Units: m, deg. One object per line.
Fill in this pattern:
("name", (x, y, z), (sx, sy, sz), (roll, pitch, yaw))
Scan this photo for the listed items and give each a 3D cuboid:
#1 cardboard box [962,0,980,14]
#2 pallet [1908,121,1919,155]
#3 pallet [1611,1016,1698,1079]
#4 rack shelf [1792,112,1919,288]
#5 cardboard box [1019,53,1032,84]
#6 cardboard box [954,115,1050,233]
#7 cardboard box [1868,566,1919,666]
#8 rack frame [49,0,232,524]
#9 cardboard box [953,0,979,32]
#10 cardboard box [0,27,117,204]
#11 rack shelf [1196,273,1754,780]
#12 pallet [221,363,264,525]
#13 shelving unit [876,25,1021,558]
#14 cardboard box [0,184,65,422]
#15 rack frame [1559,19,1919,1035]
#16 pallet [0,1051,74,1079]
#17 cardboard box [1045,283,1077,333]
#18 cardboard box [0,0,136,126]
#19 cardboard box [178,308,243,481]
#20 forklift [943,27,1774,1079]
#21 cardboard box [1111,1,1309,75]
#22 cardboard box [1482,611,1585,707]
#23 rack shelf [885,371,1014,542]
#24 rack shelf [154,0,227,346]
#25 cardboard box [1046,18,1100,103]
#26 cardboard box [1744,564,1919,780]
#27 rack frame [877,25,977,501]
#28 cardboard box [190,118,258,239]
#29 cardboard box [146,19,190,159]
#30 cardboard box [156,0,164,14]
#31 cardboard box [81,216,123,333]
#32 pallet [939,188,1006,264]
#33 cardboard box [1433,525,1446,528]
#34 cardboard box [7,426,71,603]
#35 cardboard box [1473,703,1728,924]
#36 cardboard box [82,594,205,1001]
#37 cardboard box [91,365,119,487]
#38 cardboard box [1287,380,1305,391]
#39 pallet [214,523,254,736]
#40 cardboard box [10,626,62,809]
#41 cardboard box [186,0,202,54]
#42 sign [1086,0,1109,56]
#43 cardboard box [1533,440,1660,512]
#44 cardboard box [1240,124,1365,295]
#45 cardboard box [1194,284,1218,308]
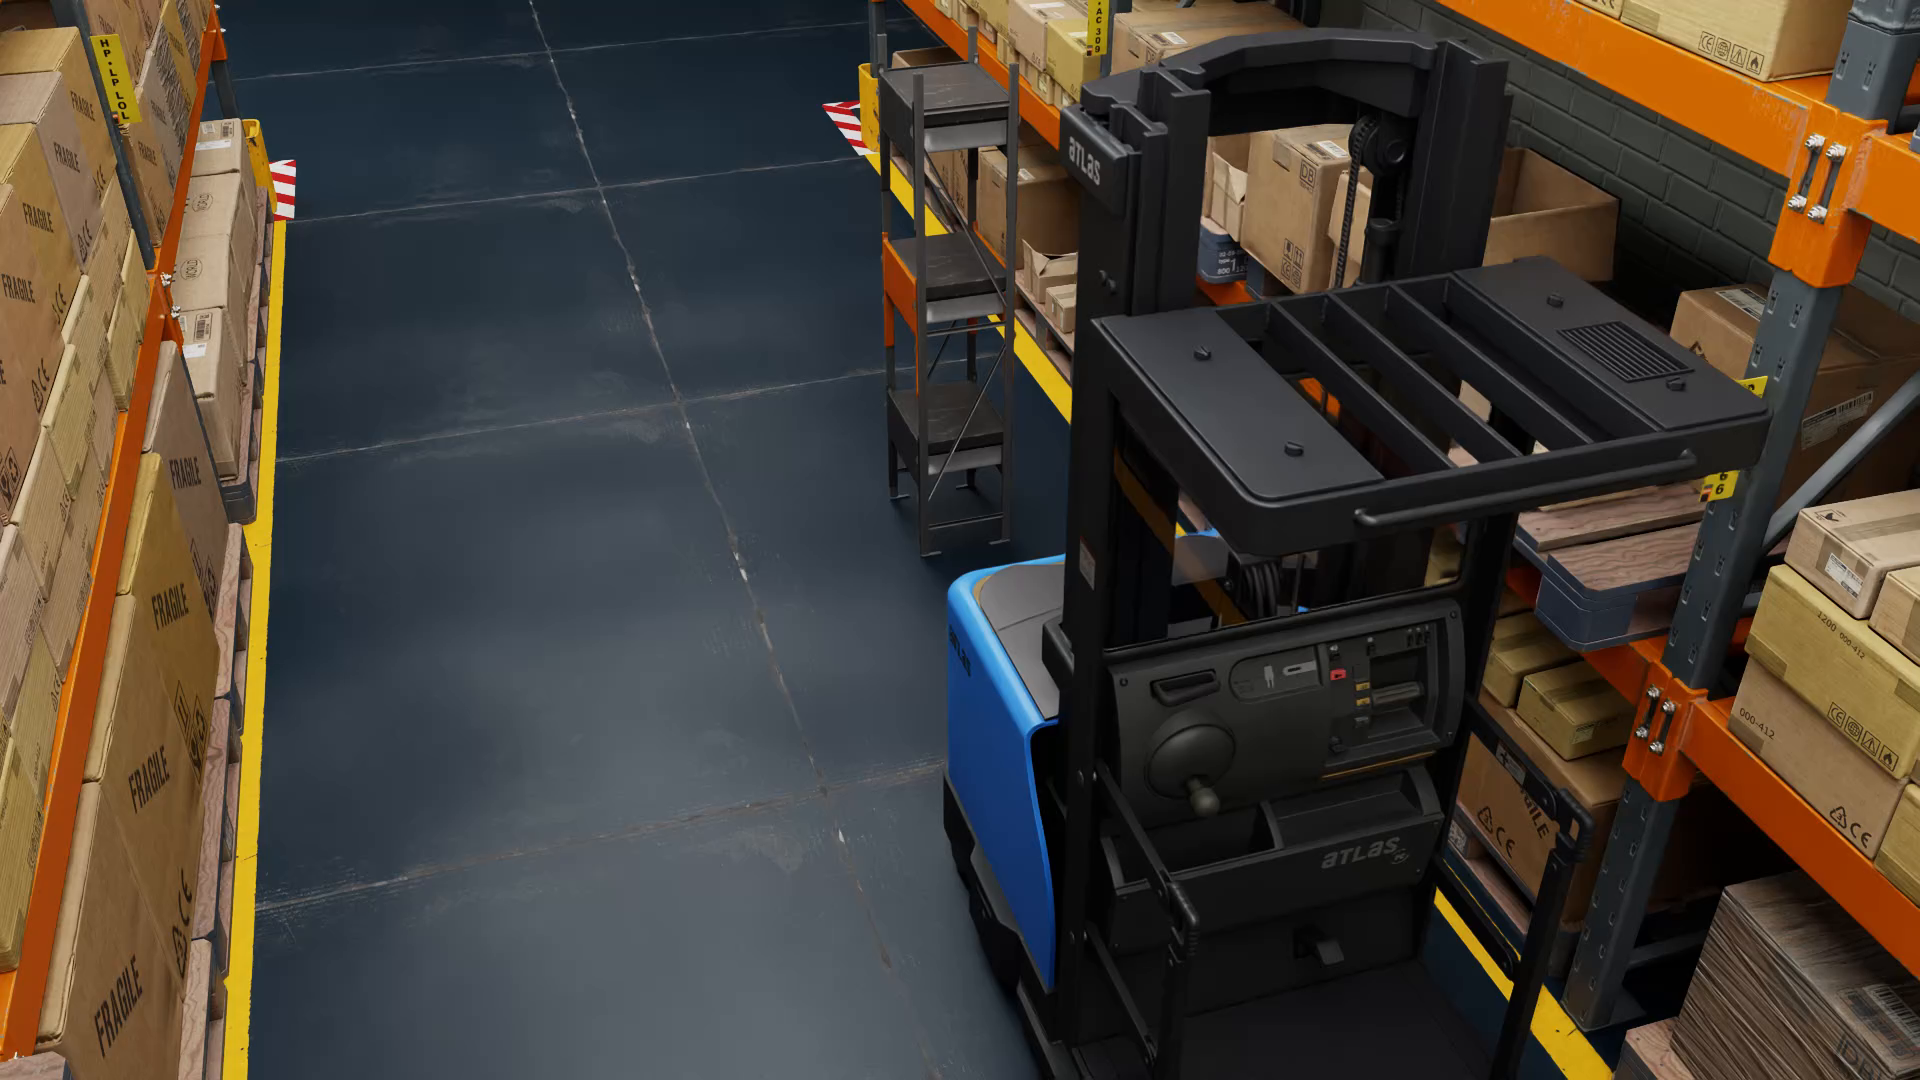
("cardboard box", (0.260, -3.063, 9.031), (0.500, 0.250, 0.500), (-11, 35, -16))
("pallet", (2.623, -0.711, 3.056), (1.213, 0.211, 1.003), (-8, 34, -13))
("pallet", (2.545, 1.722, 4.452), (1.003, 0.211, 1.213), (-10, 35, -15))
("rack shelf", (2.941, 0.219, 2.130), (1.077, 0.370, 4.000), (-10, 35, -15))
("cardboard box", (0.516, -2.408, 8.401), (0.380, 0.149, 0.250), (-9, 35, -13))
("cardboard box", (0.277, -2.126, 9.632), (0.500, 0.500, 0.500), (-9, 35, -14))
("cardboard box", (2.230, 0.165, 3.601), (0.380, 0.149, 0.250), (-9, 35, -14))
("rack frame", (-3.615, -1.143, 6.259), (1.000, 3.000, 0.127), (-10, 35, -15))
("cardboard box", (0.175, -2.937, 9.202), (0.380, 0.149, 0.250), (-9, 35, -14))
("cardboard box", (-3.240, -1.410, 5.665), (0.500, 0.500, 0.500), (-9, 34, -13))
("rack shelf", (1.721, -0.630, 6.135), (1.077, 0.370, 4.000), (-10, 35, -15))
("pallet", (-3.773, -0.392, 7.652), (1.003, 0.211, 1.213), (-10, 35, -15))
("shelving unit", (-0.050, -0.963, 6.803), (0.431, 2.100, 0.503), (-10, 35, -15))
("cardboard box", (-2.767, -0.601, 4.441), (0.500, 0.500, 0.500), (-9, 35, -14))
("rack frame", (2.331, 0.120, 4.347), (1.000, 3.000, 0.127), (-10, 35, -15))
("pallet", (-2.076, 1.393, 2.595), (1.213, 0.211, 1.003), (-10, 35, -15))
("cardboard box", (0.661, -1.209, 8.564), (0.380, 0.149, 0.250), (-11, 35, -16))
("cardboard box", (-3.530, -1.893, 6.396), (0.500, 0.500, 0.500), (-10, 35, -14))
("cardboard box", (-3.705, -0.597, 7.376), (0.875, 0.438, 0.875), (-11, 35, -15))
("forklift", (0.877, 0.471, 3.879), (1.130, 2.935, 3.031), (-10, 35, -15))
("cardboard box", (1.045, -1.905, 6.941), (0.700, 0.500, 0.500), (-9, 35, -14))
("cardboard box", (1.826, 0.362, 5.279), (0.380, 0.149, 0.250), (-12, 35, -17))
("rack shelf", (-0.050, -0.368, 7.196), (0.431, 0.518, 0.480), (-10, 35, -15))
("rack shelf", (-4.225, -1.893, 8.047), (1.077, 0.370, 4.000), (-10, 35, -15))
("cardboard box", (0.723, -2.268, 7.827), (0.500, 0.250, 0.500), (-9, 35, -14))
("cardboard box", (2.210, 0.252, 3.830), (0.500, 0.250, 0.500), (-10, 35, -15))
("rack frame", (-0.125, -1.091, 6.997), (0.400, 2.100, 0.015), (-10, 35, -15))
("cardboard box", (-4.539, -2.020, 9.529), (0.875, 0.438, 0.875), (-11, 35, -16))
("cardboard box", (-3.804, -2.003, 7.469), (0.500, 0.500, 0.500), (-10, 35, -14))
("cardboard box", (-3.975, -2.695, 7.610), (0.500, 0.500, 0.500), (-10, 35, -15))
("cardboard box", (-3.090, -0.838, 5.479), (0.500, 0.250, 0.500), (-9, 35, -14))
("pallet", (0.526, -1.819, 9.811), (1.003, 0.211, 1.213), (-10, 35, -15))
("cardboard box", (1.674, -0.060, 5.919), (0.380, 0.149, 0.250), (-11, 35, -15))
("cardboard box", (-2.611, -0.032, 4.260), (0.500, 0.250, 0.500), (-10, 35, -15))
("cardboard box", (1.997, 0.802, 5.202), (0.500, 0.500, 0.500), (-9, 35, -13))
("cardboard box", (-2.795, 0.822, 4.831), (0.875, 0.875, 0.875), (-10, 35, -14))
("cardboard box", (-2.948, -0.352, 5.198), (0.500, 0.250, 0.500), (-11, 35, -16))
("cardboard box", (1.351, -0.606, 6.744), (0.380, 0.149, 0.250), (-10, 35, -15))
("pallet", (-3.308, 0.413, 6.434), (1.003, 0.211, 1.213), (-10, 35, -15))
("cardboard box", (-2.478, 0.454, 3.979), (0.500, 0.250, 0.500), (-11, 35, -16))
("cardboard box", (-4.298, -2.810, 8.691), (0.500, 0.500, 0.500), (-11, 35, -16))
("sign", (0.596, -2.246, 7.143), (0.100, 0.325, 0.005), (-10, 35, -15))
("cardboard box", (1.765, -0.231, 4.725), (0.380, 0.149, 0.250), (-9, 35, -14))
("cardboard box", (1.442, -1.221, 5.906), (0.700, 0.500, 0.500), (-10, 35, -15))
("cardboard box", (1.092, -1.146, 7.291), (0.380, 0.149, 0.250), (-12, 35, -17))
